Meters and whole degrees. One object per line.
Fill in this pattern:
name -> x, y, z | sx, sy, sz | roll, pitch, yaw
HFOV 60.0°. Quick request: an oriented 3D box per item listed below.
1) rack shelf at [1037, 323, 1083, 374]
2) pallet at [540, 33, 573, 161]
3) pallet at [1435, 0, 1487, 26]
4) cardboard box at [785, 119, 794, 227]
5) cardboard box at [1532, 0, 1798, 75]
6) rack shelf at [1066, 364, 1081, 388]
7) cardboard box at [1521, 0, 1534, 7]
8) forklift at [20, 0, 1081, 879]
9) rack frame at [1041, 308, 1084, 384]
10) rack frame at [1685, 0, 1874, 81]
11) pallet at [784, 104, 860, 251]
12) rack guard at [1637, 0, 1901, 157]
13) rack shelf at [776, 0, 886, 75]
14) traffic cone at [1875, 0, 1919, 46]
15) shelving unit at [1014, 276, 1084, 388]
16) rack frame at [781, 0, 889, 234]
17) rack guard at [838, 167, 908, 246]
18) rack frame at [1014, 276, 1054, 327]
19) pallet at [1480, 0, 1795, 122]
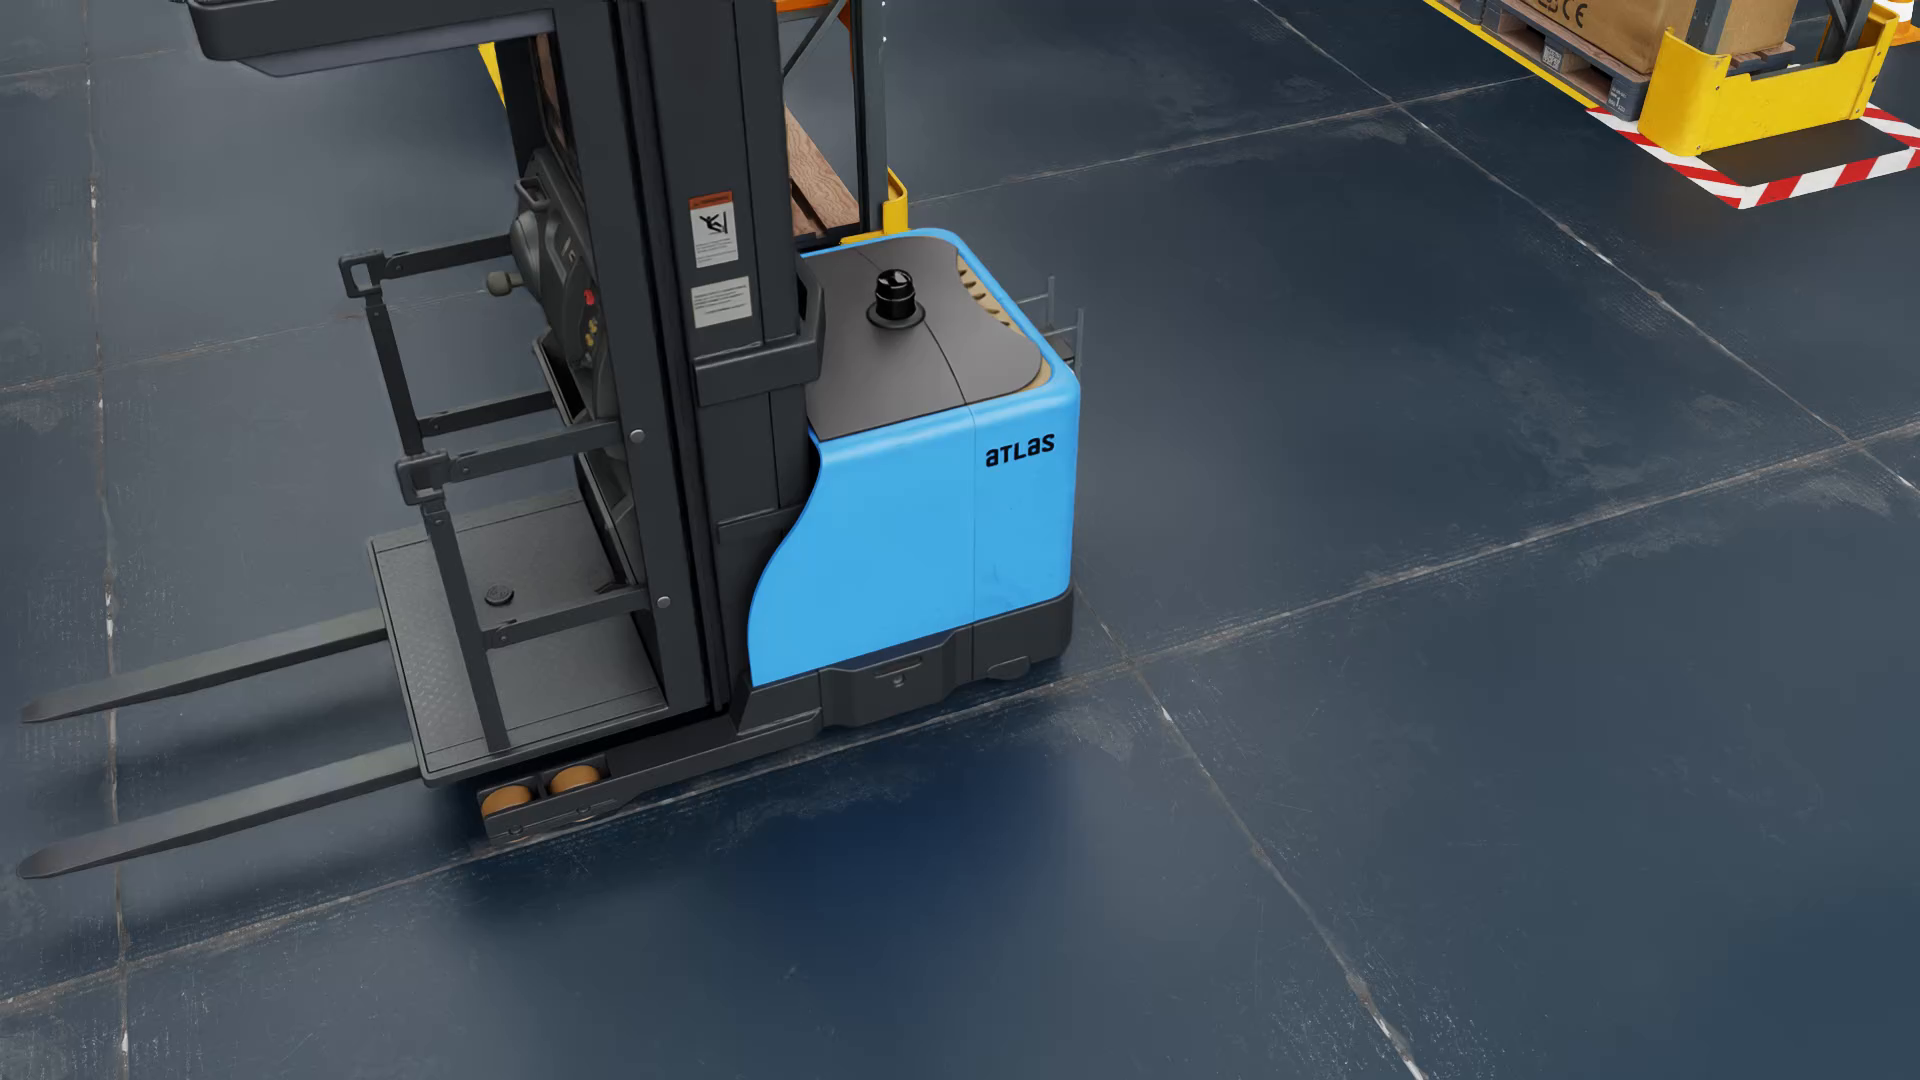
rack shelf -> 0.236, -0.593, 5.387 | 0.258, 0.077, 0.200 | -16, 43, -18
pallet -> -1.535, -2.241, 8.194 | 1.003, 0.211, 1.213 | -15, 43, -17
pallet -> 3.015, -3.336, 9.467 | 1.003, 0.211, 1.213 | -15, 43, -17
cardboard box -> -0.989, -1.612, 6.920 | 0.500, 0.500, 0.500 | -8, 41, -9
cardboard box -> 3.535, -2.943, 8.179 | 0.875, 0.875, 0.875 | -15, 43, -17
rack shelf -> 0.236, -0.525, 5.445 | 0.258, 0.077, 0.200 | -16, 43, -18
cardboard box -> 3.197, -3.472, 8.795 | 0.875, 0.875, 0.875 | -16, 43, -18
forklift -> -1.212, -0.641, 4.248 | 3.031, 2.935, 1.130 | -16, 43, -17
rack frame -> 0.278, -0.353, 5.471 | 0.240, 0.900, 0.006 | -16, 43, -18
rack frame -> 3.856, -3.197, 7.167 | 1.000, 3.000, 0.127 | -15, 43, -17
pallet -> -1.072, -1.507, 7.341 | 1.003, 0.211, 1.213 | -15, 43, -17
rack guard -> 3.865, -2.235, 7.966 | 1.175, 0.500, 0.348 | -15, 43, -17
rack shelf -> -1.530, -2.953, 7.435 | 1.077, 0.370, 4.000 | -15, 43, -17
traffic cone -> 4.965, -2.909, 8.778 | 0.336, 0.463, 0.334 | -15, 43, -17
shelving unit -> 0.236, -0.414, 5.541 | 0.258, 0.900, 0.210 | -16, 43, -18
rack frame -> -0.765, -2.021, 5.799 | 1.000, 3.000, 0.127 | -15, 43, -17
rack guard -> -0.794, -1.119, 6.667 | 1.175, 0.500, 0.348 | -15, 43, -17
rack frame -> 0.194, -0.474, 5.611 | 0.240, 0.900, 0.006 | -16, 43, -18
pallet -> 3.478, -2.602, 8.614 | 1.003, 0.211, 1.213 | -15, 43, -17
